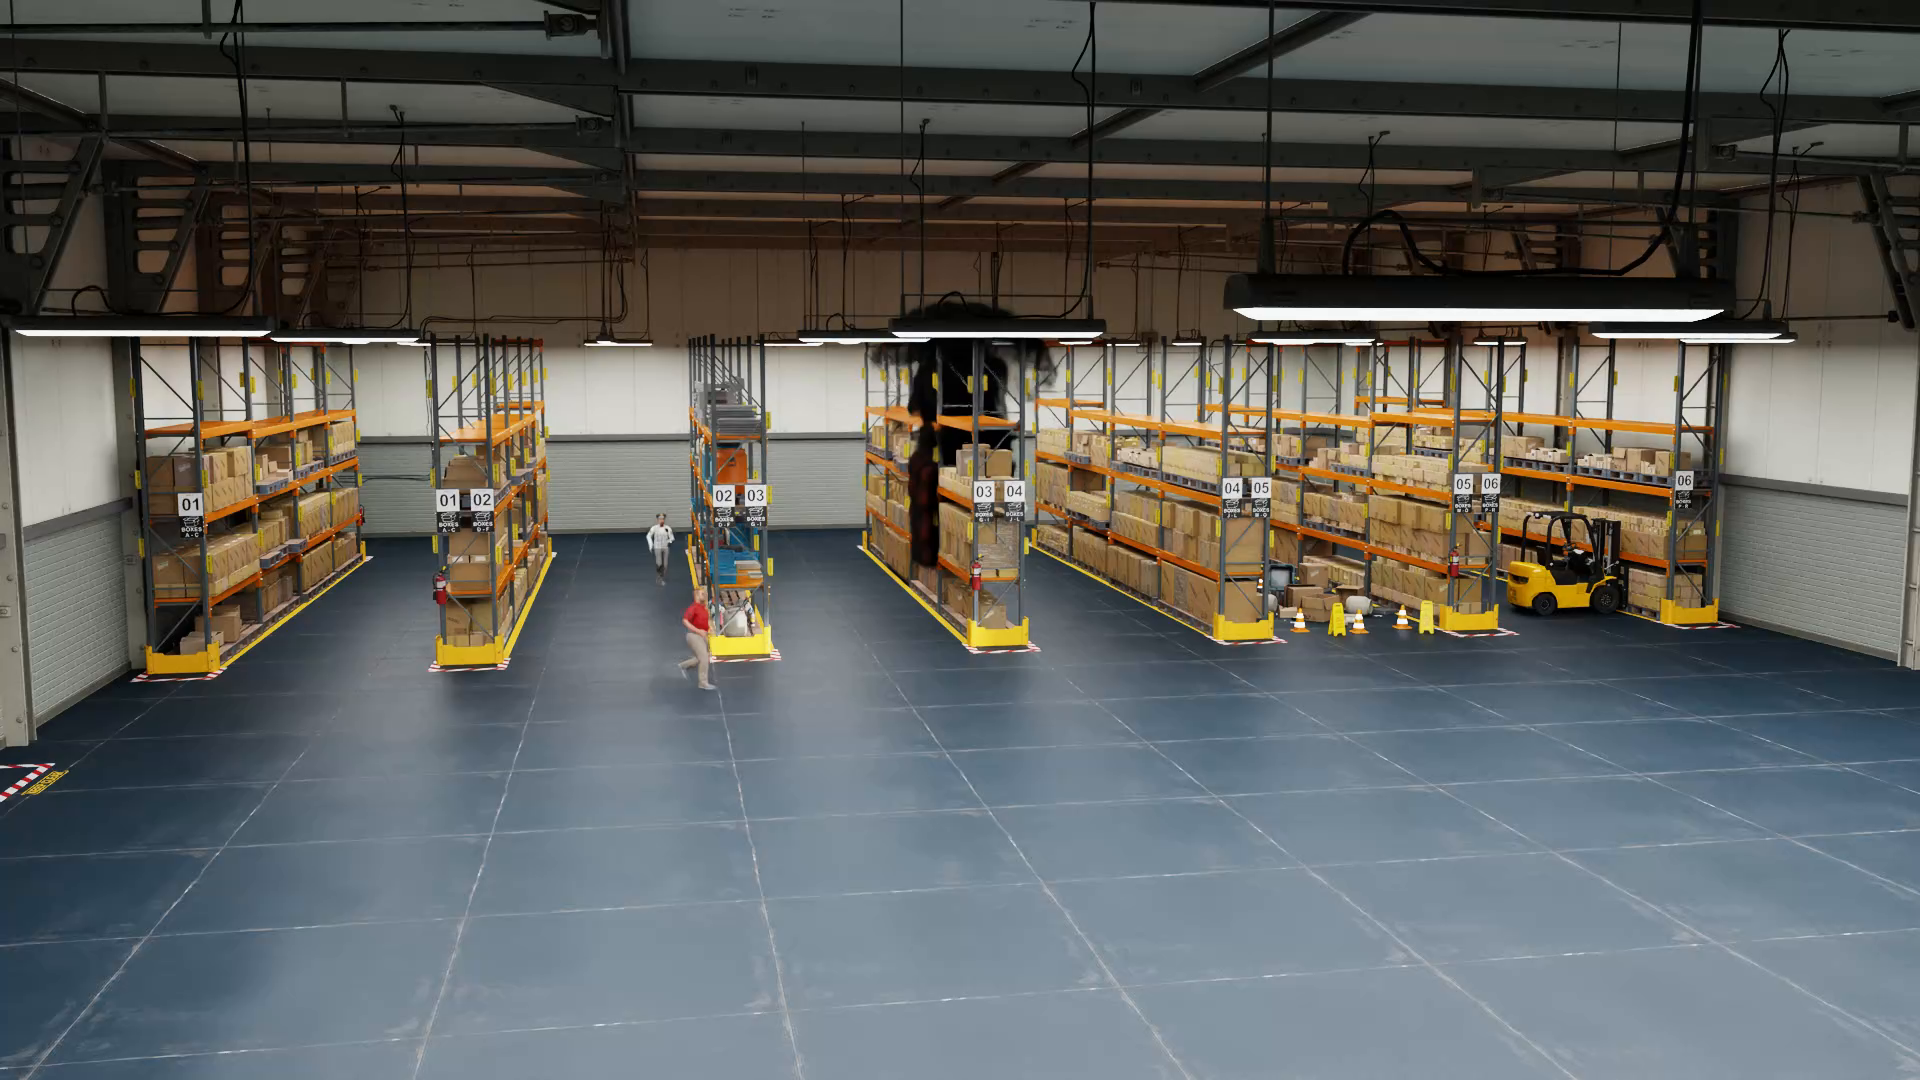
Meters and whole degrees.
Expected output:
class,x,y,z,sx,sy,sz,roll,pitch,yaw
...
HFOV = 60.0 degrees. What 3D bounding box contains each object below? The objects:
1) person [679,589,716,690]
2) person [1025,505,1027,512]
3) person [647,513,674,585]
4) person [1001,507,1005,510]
class,x,y,z,sx,sy,sz,roll,pitch,yaw
person,-4.487,1.675,28.127,0.740,1.710,0.663,2,7,14
person,1.714,-0.696,49.672,0.482,1.517,0.646,-4,7,-29
person,-6.875,0.218,38.308,0.607,1.679,0.561,-2,7,-17
person,0.916,-0.712,48.613,0.722,1.794,0.695,4,8,34
